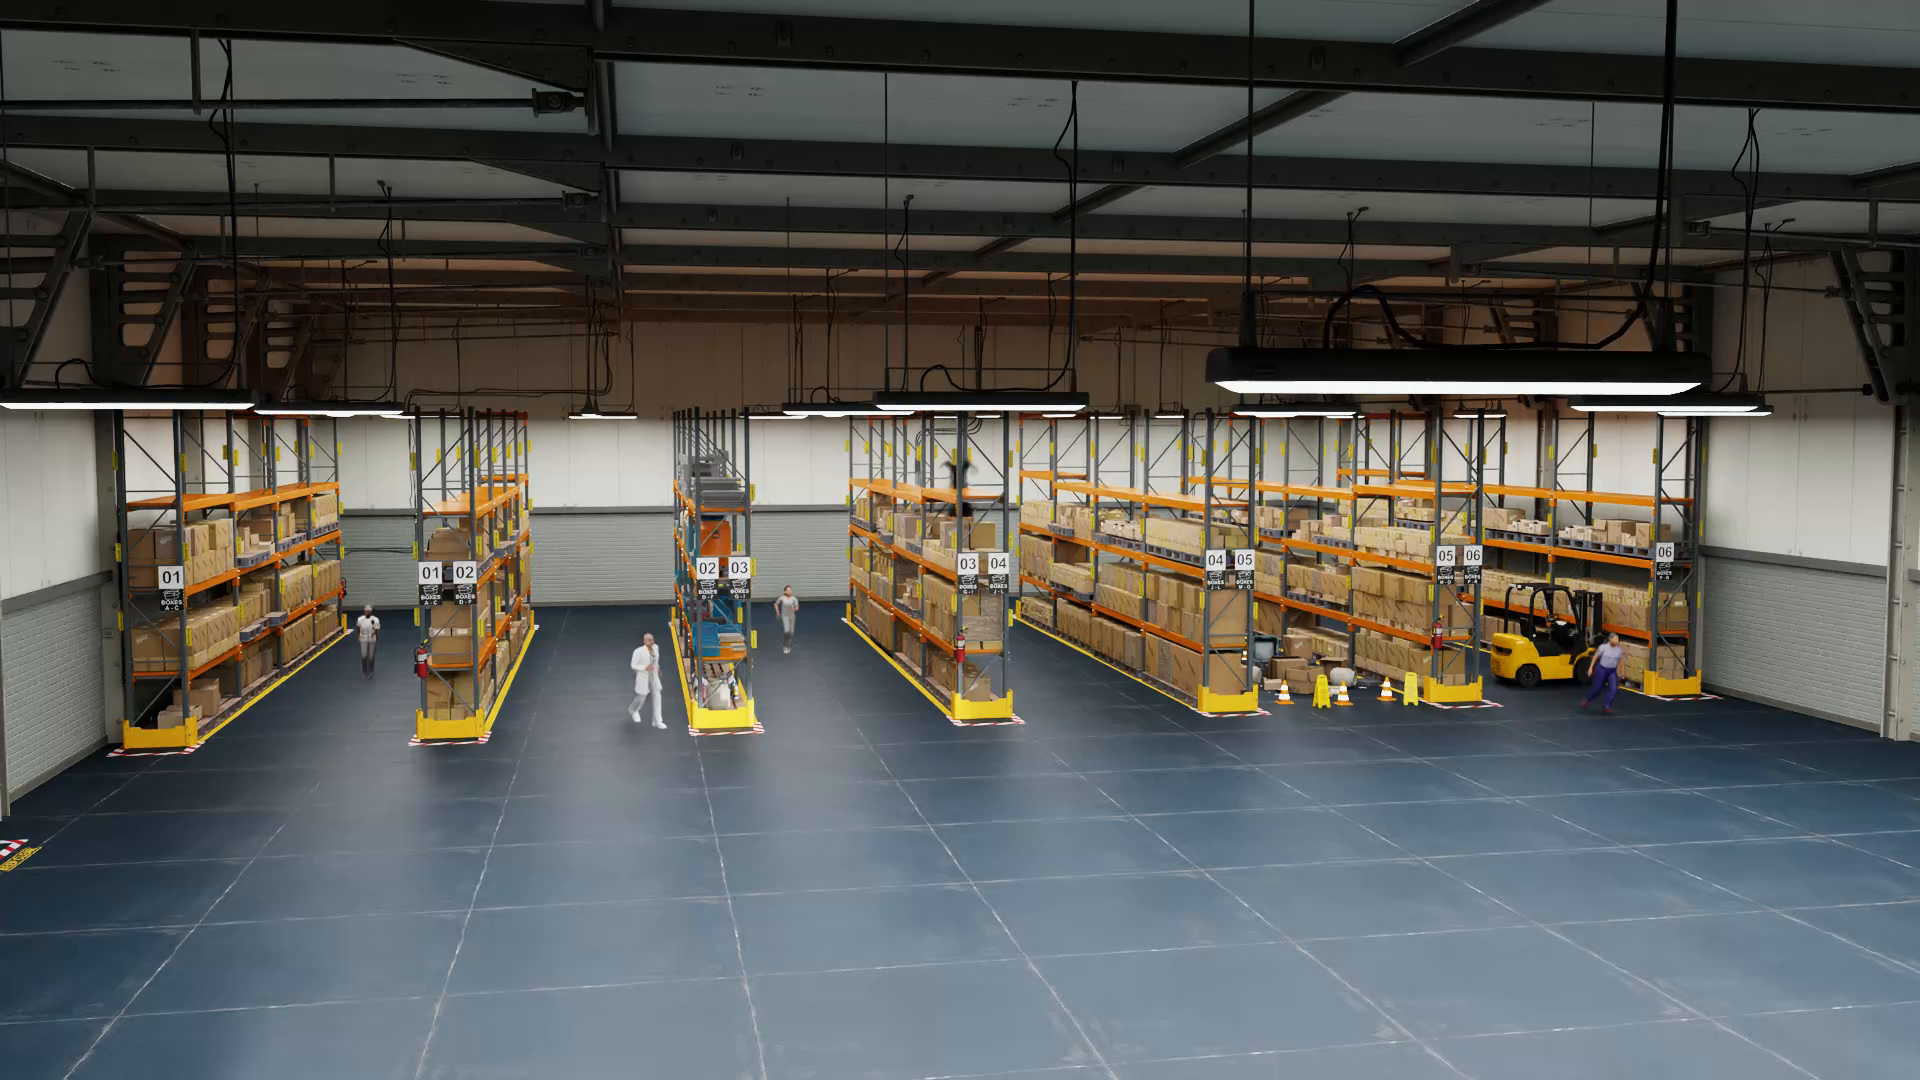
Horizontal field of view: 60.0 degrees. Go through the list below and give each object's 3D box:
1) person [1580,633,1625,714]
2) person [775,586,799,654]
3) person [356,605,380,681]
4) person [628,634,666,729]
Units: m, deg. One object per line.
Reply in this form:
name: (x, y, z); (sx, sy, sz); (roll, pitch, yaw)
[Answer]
person: (12.688, 2.601, 32.817); (0.670, 1.576, 0.660); (-1, 4, -12)
person: (-4.253, 1.969, 41.075); (0.545, 1.688, 0.703); (-2, 4, -21)
person: (-13.152, 2.273, 36.951); (0.490, 1.708, 0.801); (-2, 4, -21)
person: (-5.889, 2.610, 31.108); (0.670, 1.750, 1.110); (-3, 5, -37)
